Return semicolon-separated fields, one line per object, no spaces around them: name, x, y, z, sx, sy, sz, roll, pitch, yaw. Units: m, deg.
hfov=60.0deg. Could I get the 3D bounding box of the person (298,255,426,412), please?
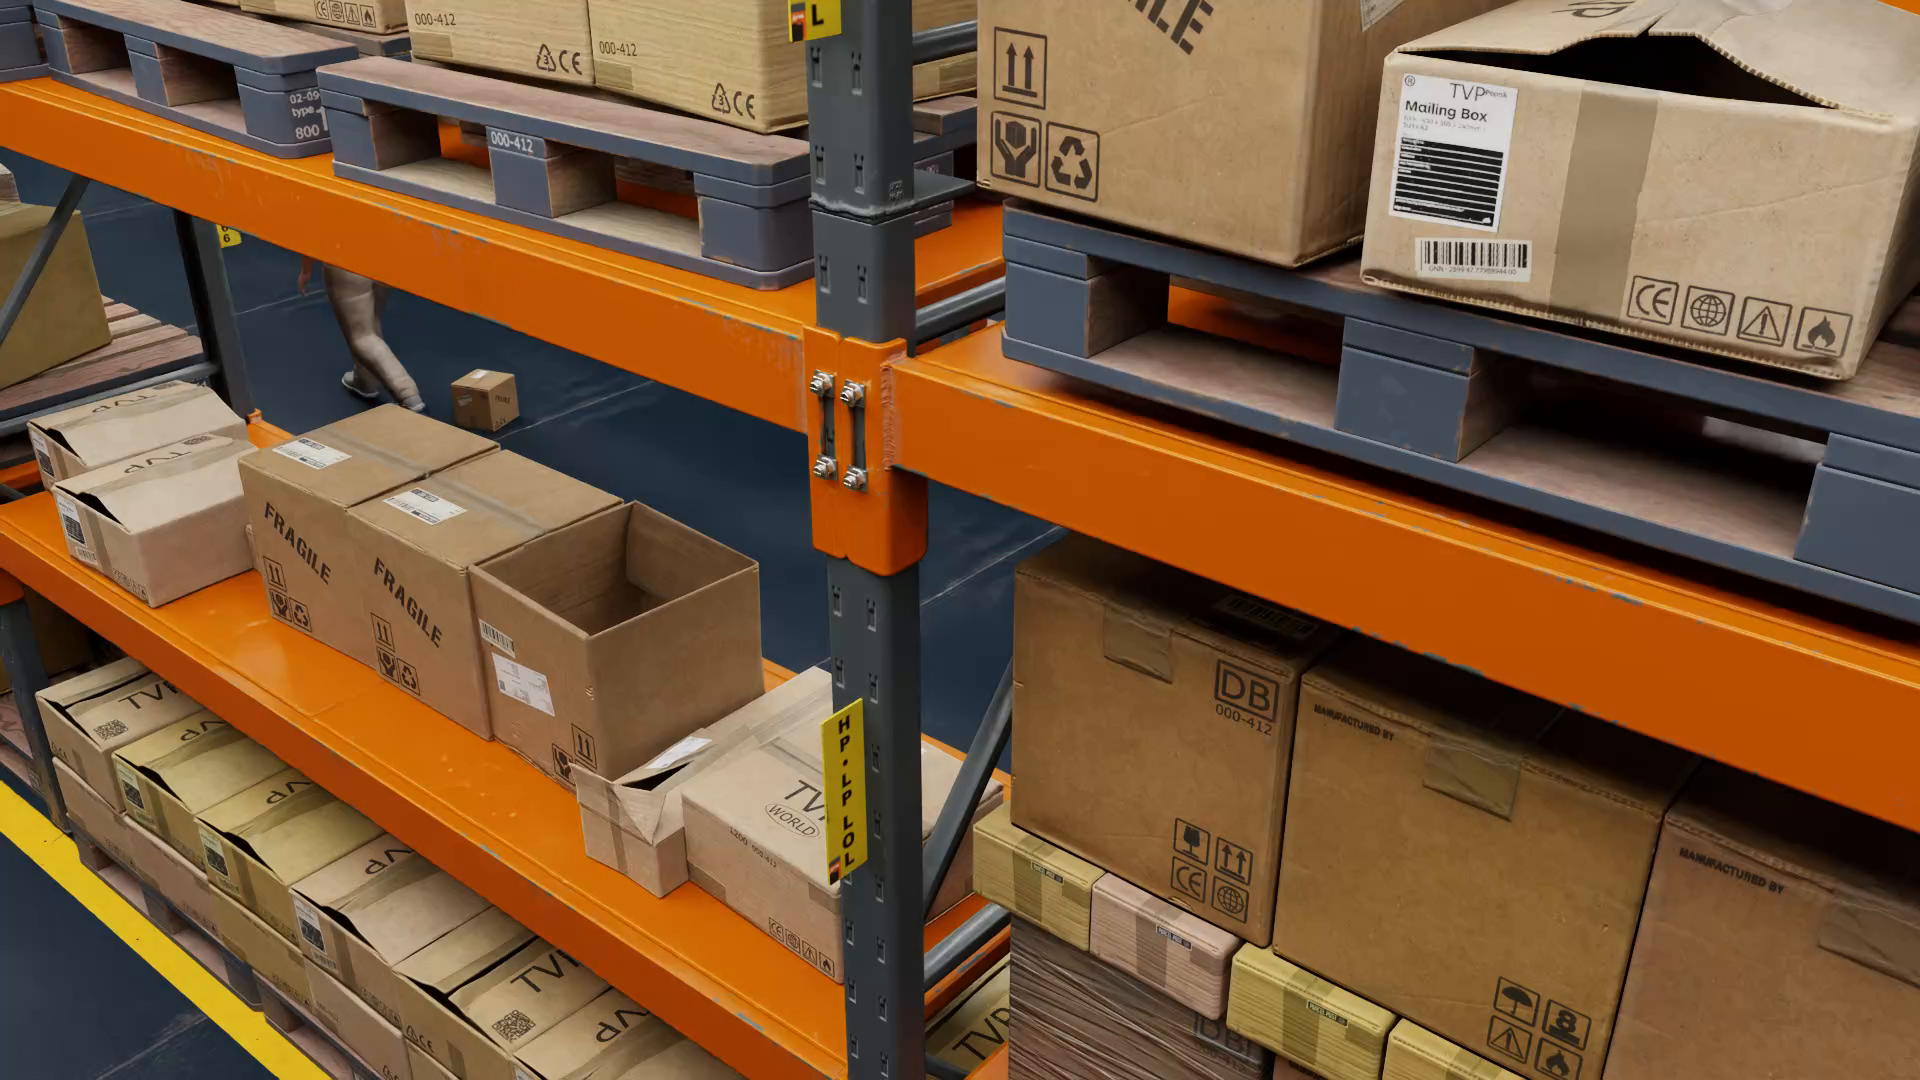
person;-3.283;-1.491;9.034;0.985;1.678;0.553;20;33;33
